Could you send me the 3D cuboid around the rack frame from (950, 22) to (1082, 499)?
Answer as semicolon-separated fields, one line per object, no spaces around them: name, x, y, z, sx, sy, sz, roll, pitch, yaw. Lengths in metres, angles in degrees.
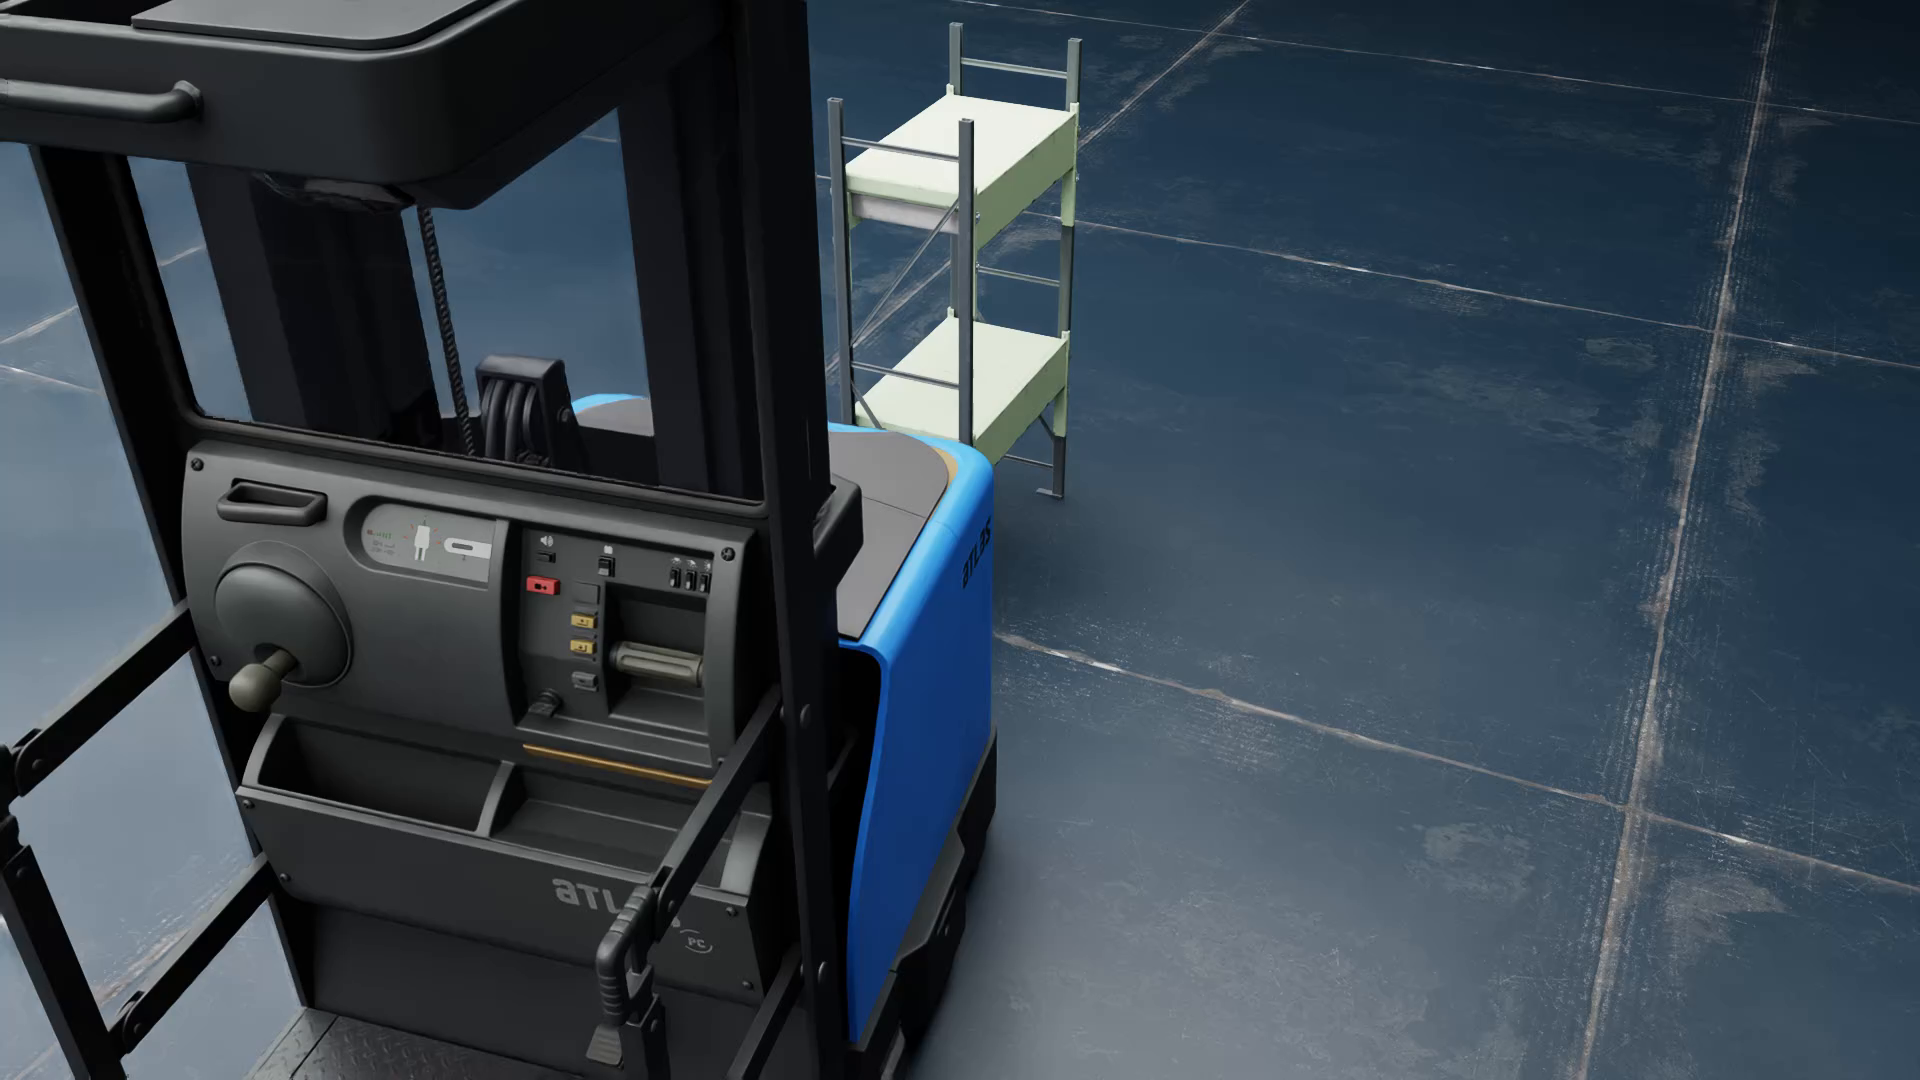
rack frame;0.156;-0.813;5.122;0.400;1.500;0.023;14;36;20

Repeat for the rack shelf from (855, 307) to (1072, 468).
rack shelf;0.003;-0.358;5.023;0.431;0.370;0.720;14;36;20

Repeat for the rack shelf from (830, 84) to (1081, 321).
rack shelf;0.003;-0.957;4.630;0.431;0.370;0.720;14;36;20

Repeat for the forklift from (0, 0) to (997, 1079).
forklift;-0.815;0.165;2.325;1.130;2.935;3.031;9;34;14

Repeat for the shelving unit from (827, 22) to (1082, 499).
shelving unit;0.003;-0.631;4.844;0.431;1.500;0.755;14;36;20

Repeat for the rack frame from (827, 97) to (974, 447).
rack frame;-0.150;-0.448;4.566;0.400;1.500;0.023;14;36;20
